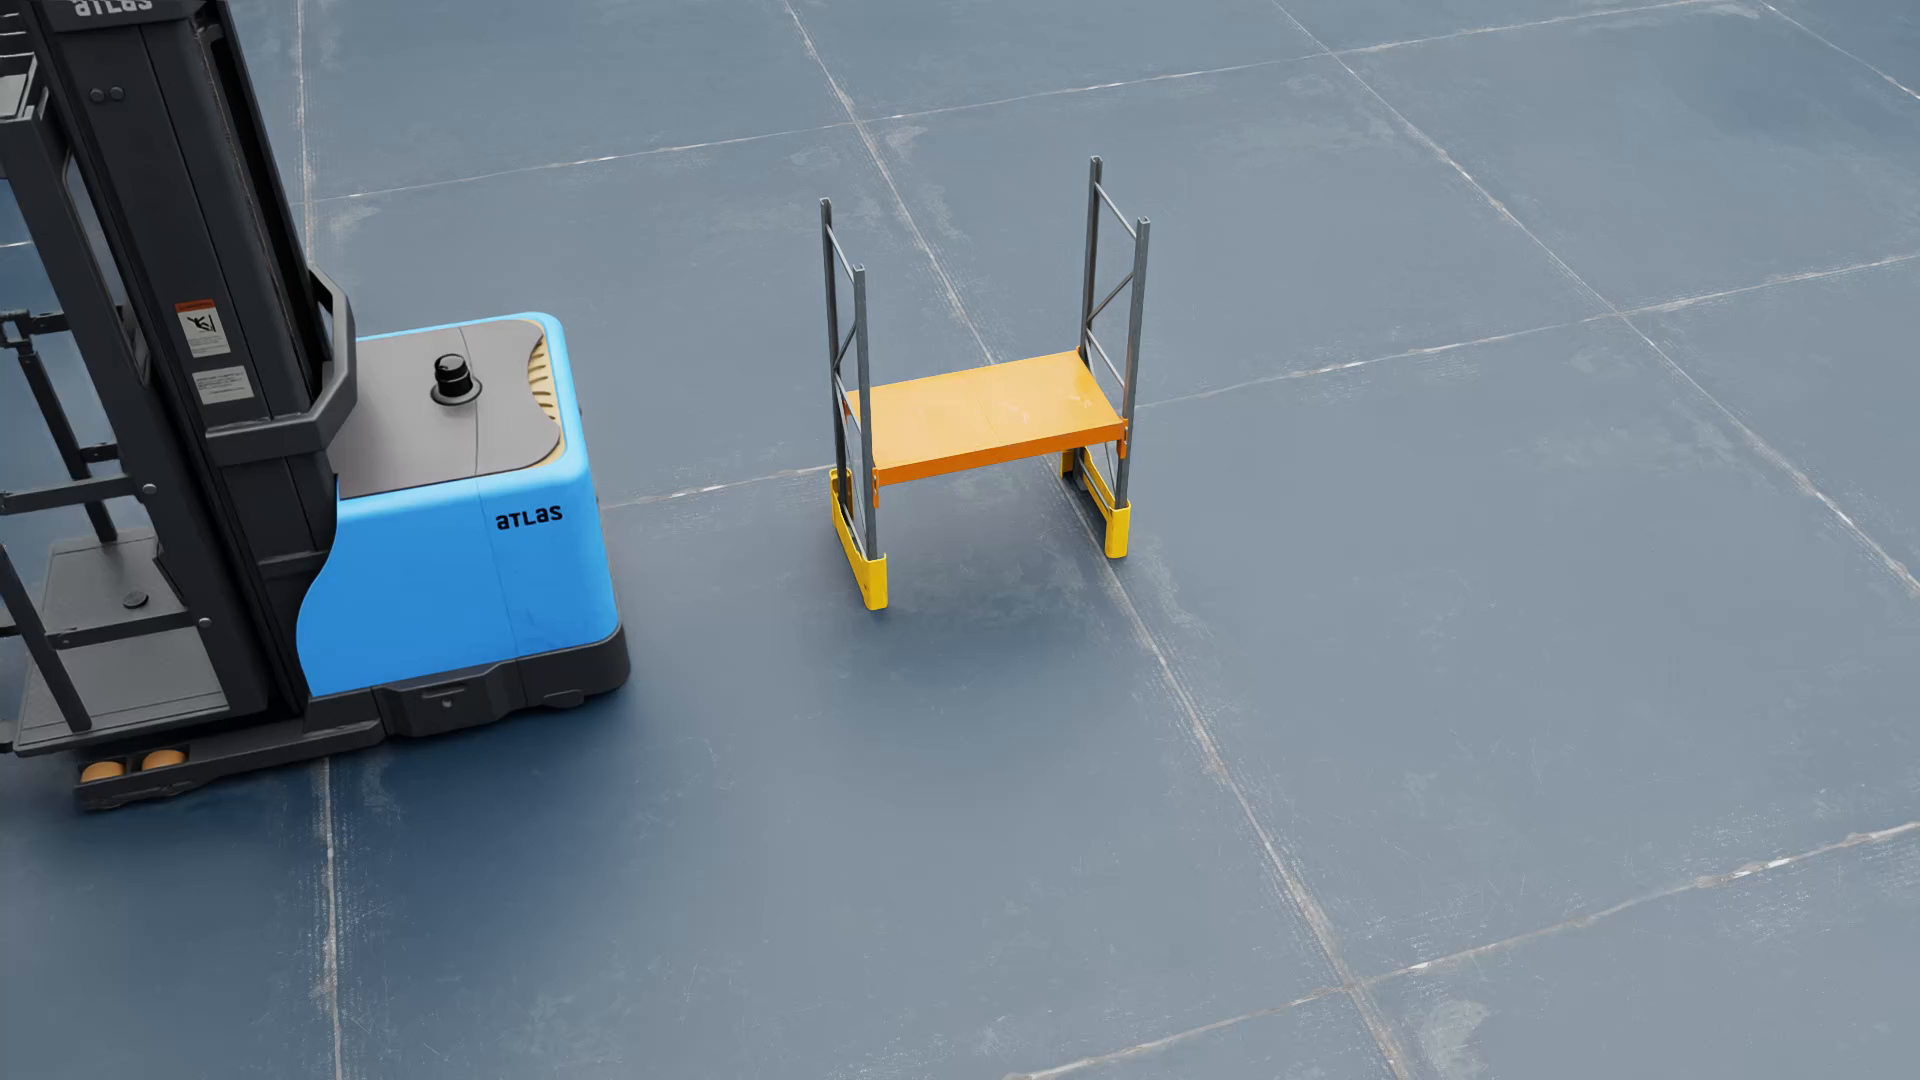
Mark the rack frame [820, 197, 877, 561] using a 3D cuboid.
[{"bbox_3d":[-0.404,-0.481,6.161,0.032,1.500,0.500,-12,42,-13],"label":"rack frame"}]

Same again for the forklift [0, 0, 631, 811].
[{"bbox_3d":[-2.783,-0.573,5.178,3.031,2.935,1.130,-11,42,-12],"label":"forklift"}]

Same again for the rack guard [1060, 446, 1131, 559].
[{"bbox_3d":[0.548,-0.208,6.798,0.087,0.250,0.587,-12,42,-13],"label":"rack guard"}]

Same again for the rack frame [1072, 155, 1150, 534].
[{"bbox_3d":[0.566,-0.682,6.391,0.032,1.500,0.500,-12,42,-13],"label":"rack frame"}]

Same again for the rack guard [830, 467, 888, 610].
[{"bbox_3d":[-0.402,-0.011,6.572,0.087,0.250,0.587,-12,42,-13],"label":"rack guard"}]

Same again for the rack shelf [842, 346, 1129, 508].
[{"bbox_3d":[0.081,-0.446,6.394,1.000,0.185,0.538,-12,42,-13],"label":"rack shelf"}]

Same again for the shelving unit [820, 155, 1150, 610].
[{"bbox_3d":[0.073,-0.580,6.274,1.083,1.500,0.587,-12,42,-13],"label":"shelving unit"}]
